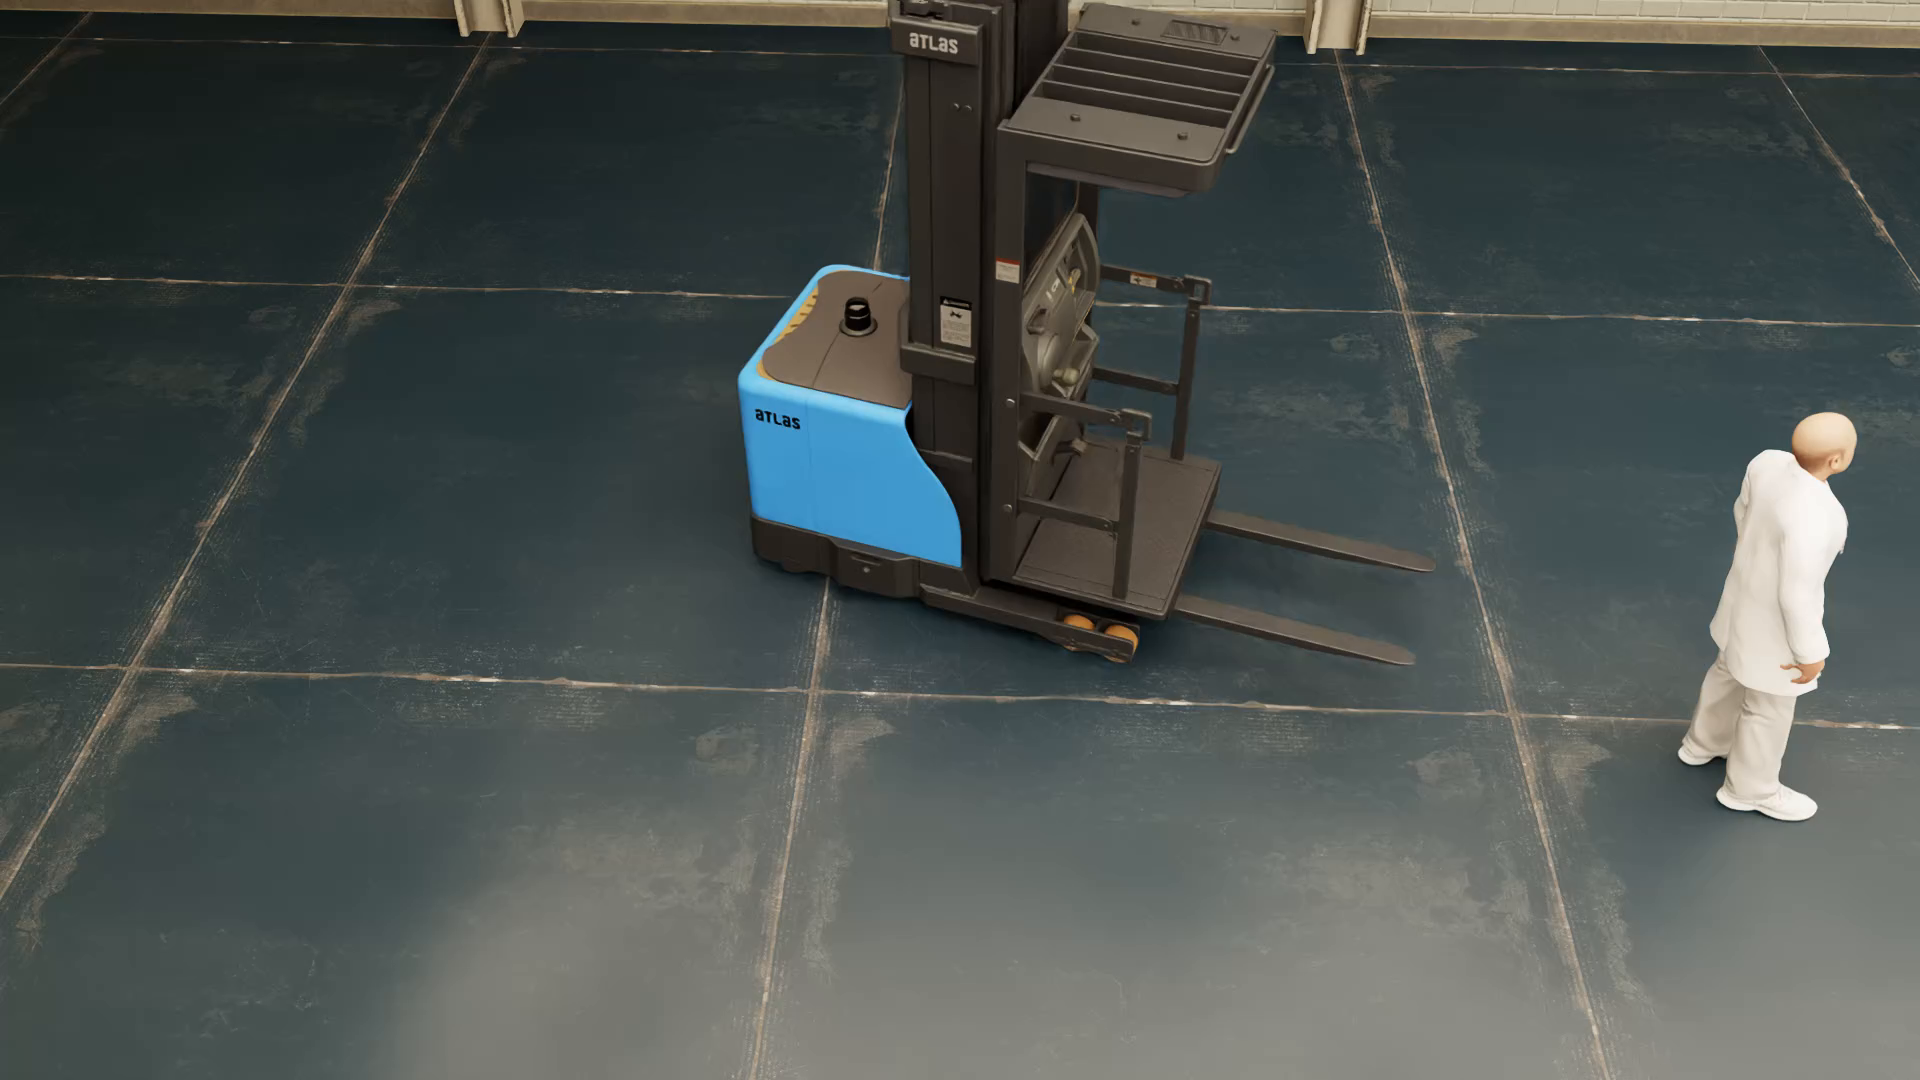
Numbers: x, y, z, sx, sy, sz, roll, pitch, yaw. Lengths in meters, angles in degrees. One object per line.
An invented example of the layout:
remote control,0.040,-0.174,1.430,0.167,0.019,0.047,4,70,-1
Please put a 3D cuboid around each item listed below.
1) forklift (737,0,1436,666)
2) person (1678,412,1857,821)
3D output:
forklift,0.601,-0.950,6.783,3.031,2.935,1.130,14,44,15
person,3.164,0.265,6.301,0.566,1.782,0.692,1,42,1
